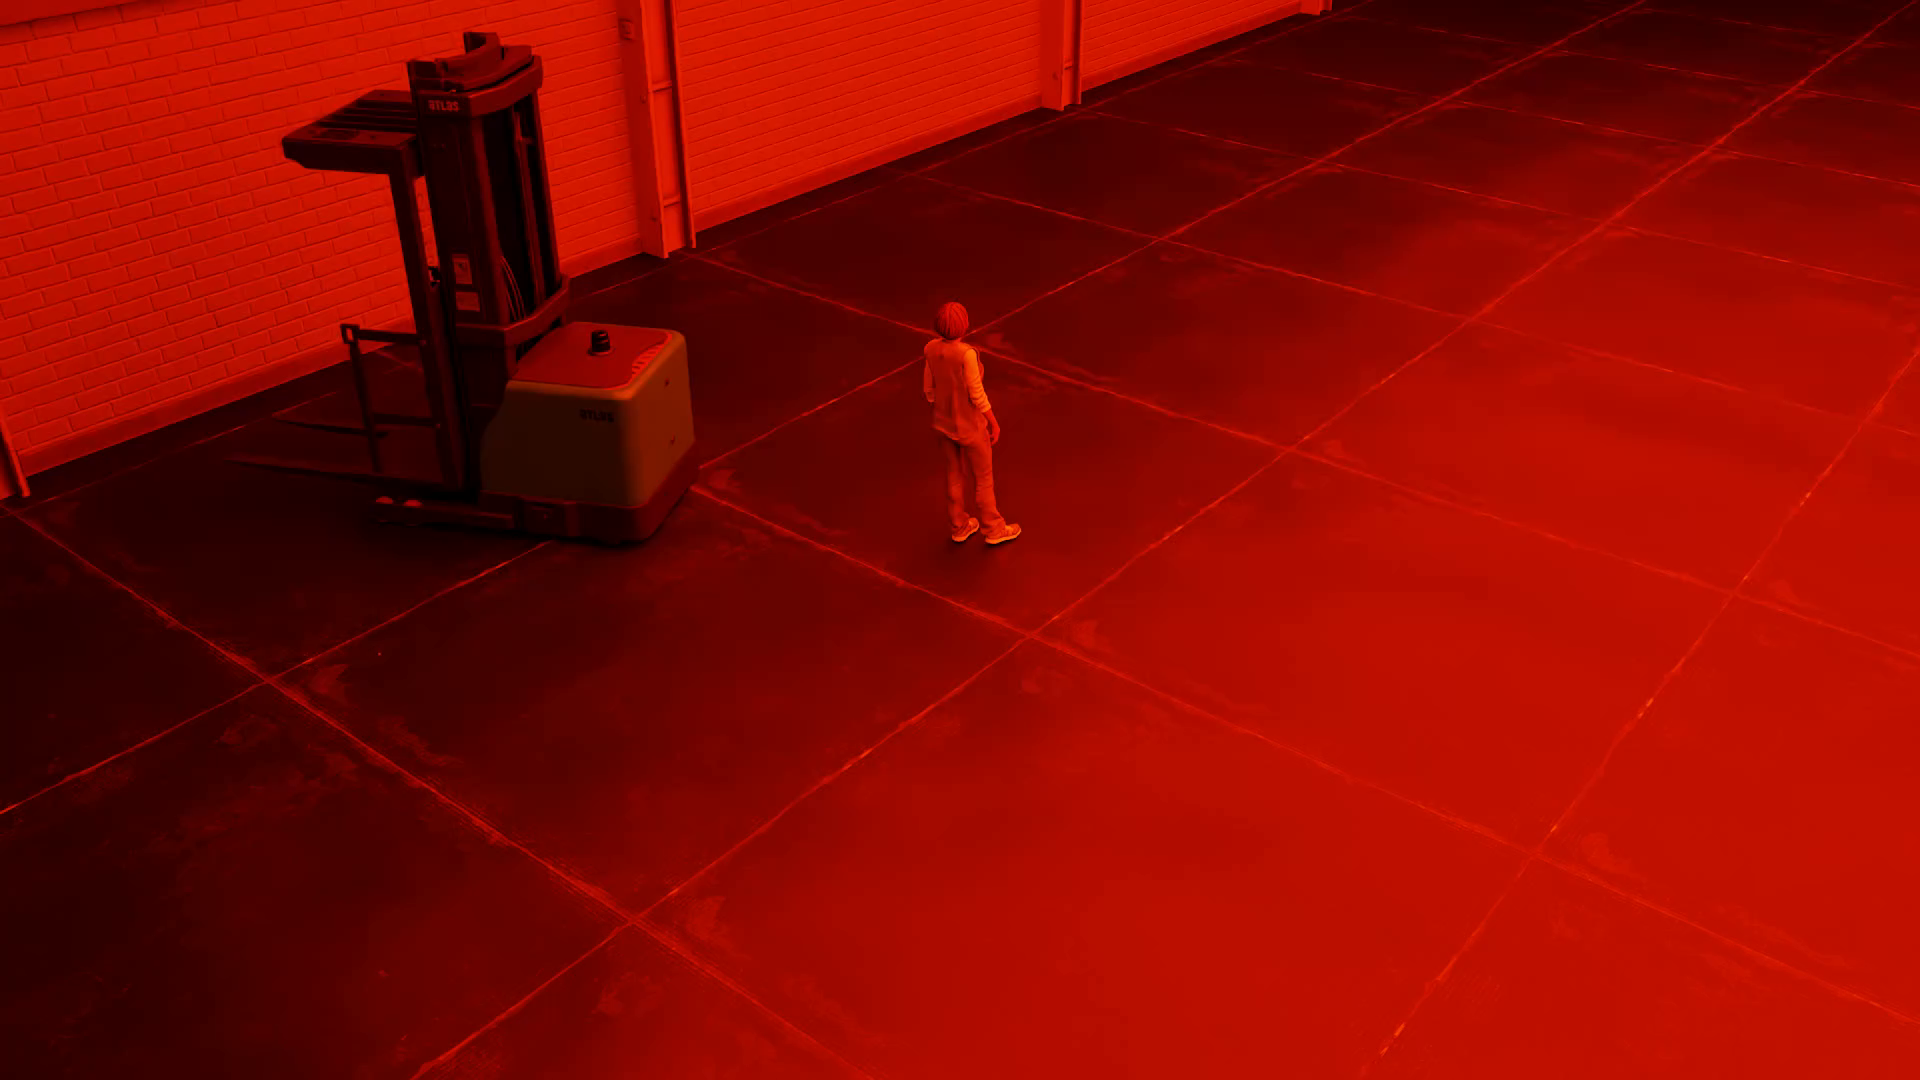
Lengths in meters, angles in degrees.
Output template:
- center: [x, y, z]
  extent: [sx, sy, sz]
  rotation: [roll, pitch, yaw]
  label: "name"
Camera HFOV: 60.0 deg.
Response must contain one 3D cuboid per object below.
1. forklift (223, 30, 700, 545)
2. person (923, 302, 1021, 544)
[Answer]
- center: [-3.316, -1.607, 10.345]
  extent: [3.031, 2.935, 1.130]
  rotation: [6, 31, 11]
  label: "forklift"
- center: [0.058, -0.720, 10.136]
  extent: [0.521, 1.599, 0.473]
  rotation: [22, 37, 33]
  label: "person"
